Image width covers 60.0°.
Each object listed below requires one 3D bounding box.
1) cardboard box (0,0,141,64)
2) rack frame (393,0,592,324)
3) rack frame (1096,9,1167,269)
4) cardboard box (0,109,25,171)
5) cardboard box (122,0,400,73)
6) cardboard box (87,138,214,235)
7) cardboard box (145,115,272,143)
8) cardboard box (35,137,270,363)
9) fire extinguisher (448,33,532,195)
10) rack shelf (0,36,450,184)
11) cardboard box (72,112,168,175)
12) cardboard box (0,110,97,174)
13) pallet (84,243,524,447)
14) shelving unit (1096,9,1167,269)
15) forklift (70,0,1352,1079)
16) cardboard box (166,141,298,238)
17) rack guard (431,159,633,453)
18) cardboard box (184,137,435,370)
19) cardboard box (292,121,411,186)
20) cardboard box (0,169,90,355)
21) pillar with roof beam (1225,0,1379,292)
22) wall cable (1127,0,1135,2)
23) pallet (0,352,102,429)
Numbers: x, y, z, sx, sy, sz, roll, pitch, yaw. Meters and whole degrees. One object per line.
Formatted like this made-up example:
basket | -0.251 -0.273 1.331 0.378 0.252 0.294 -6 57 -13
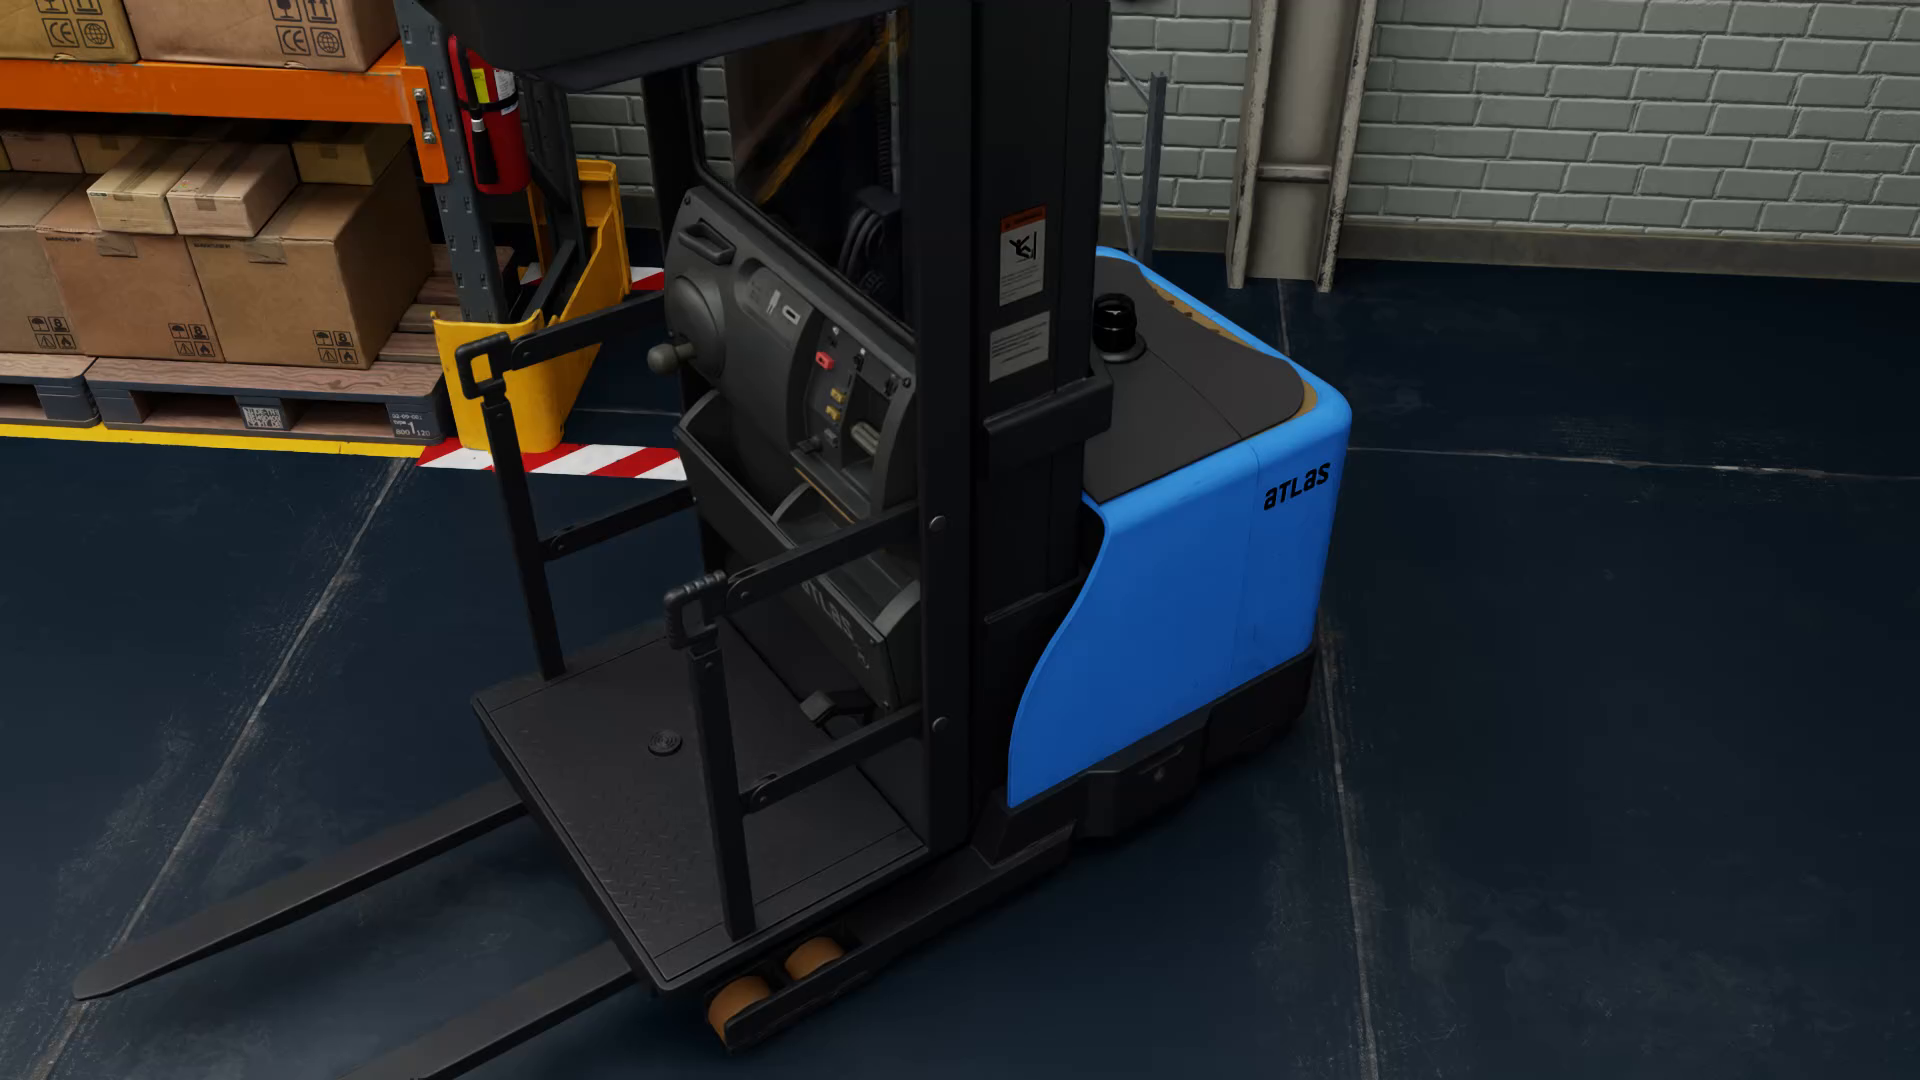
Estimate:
cardboard box | -2.747 -2.001 5.095 0.700 0.700 0.980 3 39 3
rack frame | -1.512 -1.831 5.123 0.127 3.000 1.000 3 39 4
rack frame | 0.469 -0.789 5.031 0.032 1.500 0.500 -9 40 -11
cardboard box | -3.340 -1.438 5.774 0.250 0.149 0.380 4 39 4
cardboard box | -2.021 -1.968 5.055 0.700 0.700 0.980 5 39 6
cardboard box | -2.617 -1.157 5.428 0.250 0.149 0.380 4 39 5
cardboard box | -2.581 -1.397 5.724 0.250 0.149 0.380 3 39 4
cardboard box | -2.717 -1.026 5.782 0.500 0.500 0.700 3 39 4
fire extinguisher | -1.402 -1.357 4.898 0.183 0.674 0.296 3 39 4
rack shelf | -3.505 -1.660 5.484 4.000 0.370 1.077 3 39 4
cardboard box | -2.831 -1.411 5.741 0.250 0.149 0.380 3 39 4
cardboard box | -3.084 -1.424 5.757 0.250 0.149 0.380 4 39 4
pallet | -2.316 -0.743 5.996 1.213 0.211 1.003 3 39 4
shelving unit | -0.024 -0.709 4.933 1.048 1.500 0.538 -9 40 -11
forklift | -0.543 -0.355 3.364 3.031 2.935 1.130 -24 45 -26
cardboard box | -2.362 -1.143 5.412 0.250 0.149 0.380 3 39 3
rack guard | -1.488 -0.860 5.910 0.348 0.500 1.175 3 39 4
cardboard box | -2.218 -0.999 5.749 0.500 0.500 0.700 3 39 4
cardboard box | -2.076 -1.370 5.690 0.250 0.149 0.380 3 39 4
cardboard box | -3.218 -1.053 5.815 0.500 0.500 0.700 2 39 2
pillar with roof beam | 0.881 -1.847 0.390 0.400 9.000 9.100 3 39 4
wall cable | -0.155 -2.750 5.447 1.851 1.984 0.084 3 39 4
pallet | -3.528 -0.811 6.080 1.213 0.211 1.003 3 39 4
